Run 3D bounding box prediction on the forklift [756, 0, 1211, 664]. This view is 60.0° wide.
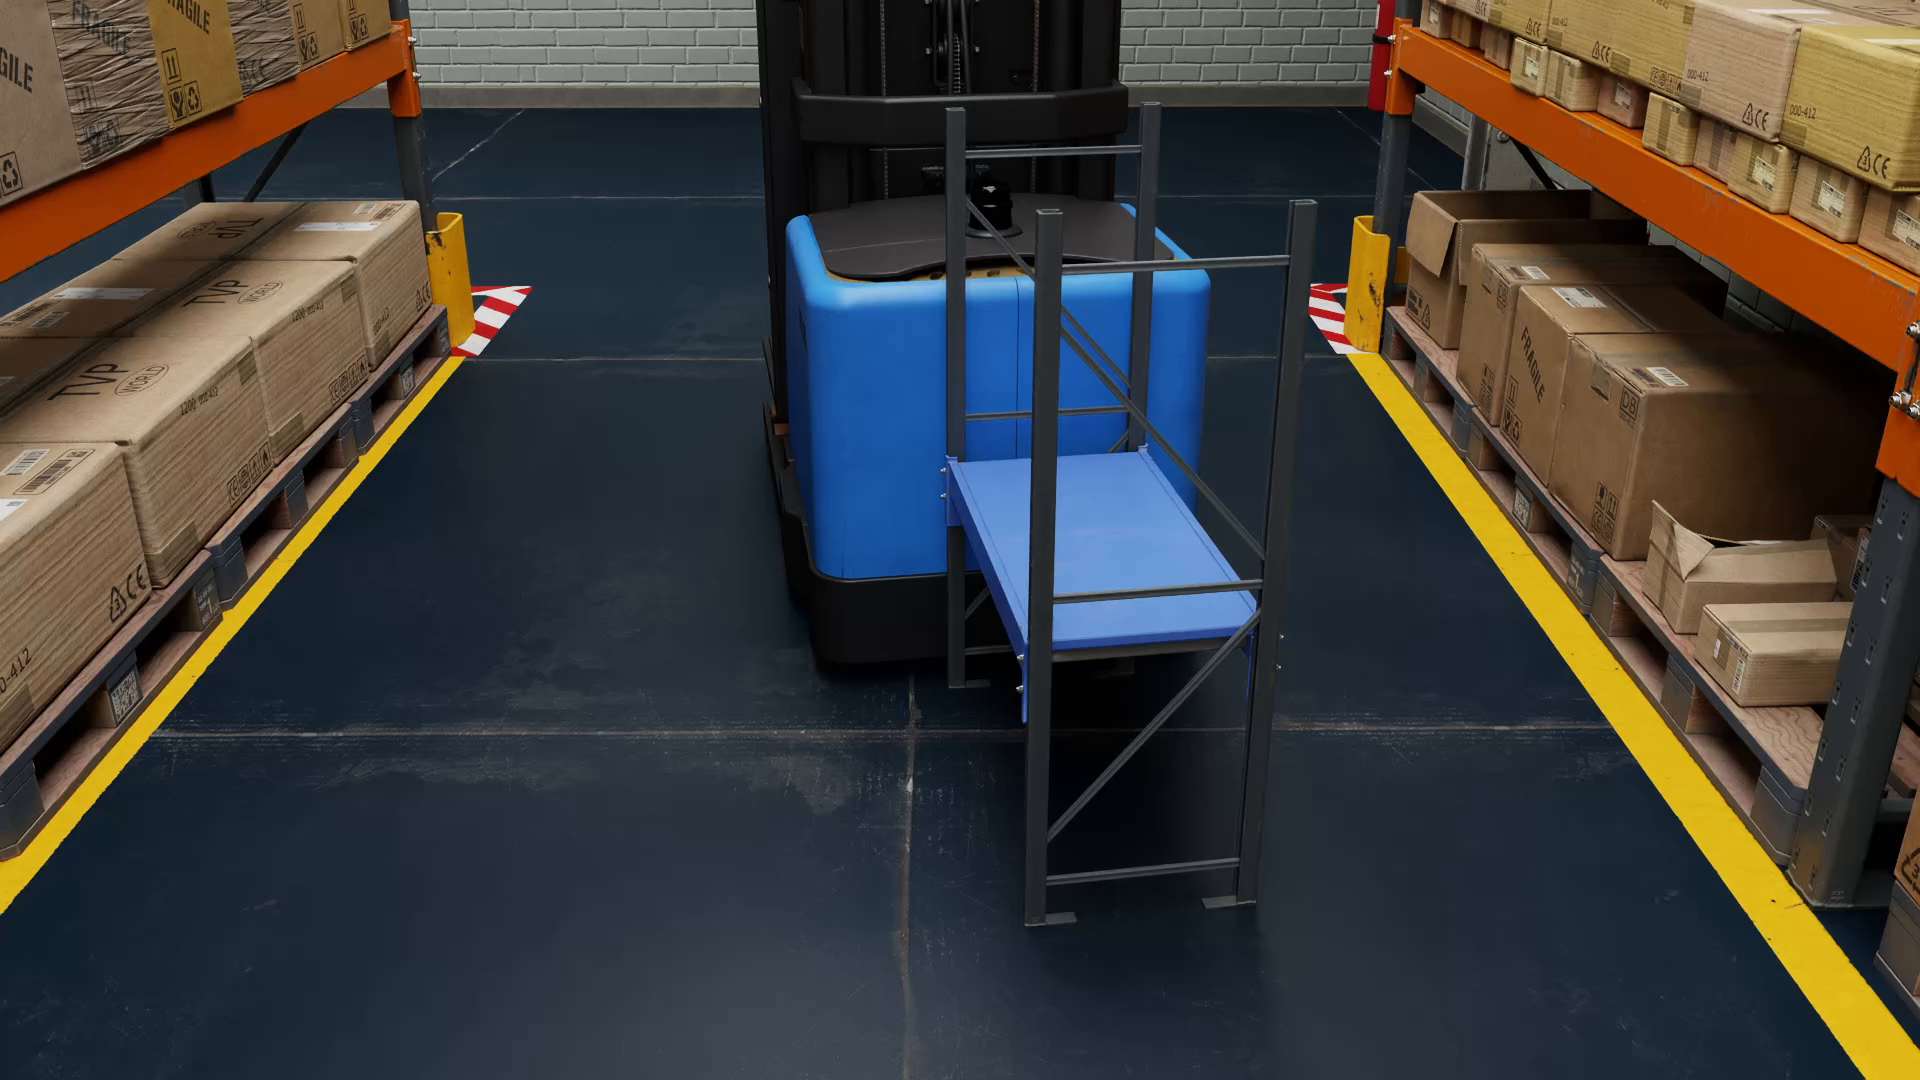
[{"bbox_3d":[-0.101,-1.589,5.207,1.130,2.935,3.031,-4,25,-9],"label":"forklift"}]

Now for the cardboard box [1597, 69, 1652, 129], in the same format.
[{"bbox_3d":[2.044,-1.261,4.703,0.380,0.149,0.250,0,24,-1],"label":"cardboard box"}]

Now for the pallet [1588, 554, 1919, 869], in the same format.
[{"bbox_3d":[2.292,0.378,4.158,1.003,0.211,1.213,0,24,-1],"label":"pallet"}]

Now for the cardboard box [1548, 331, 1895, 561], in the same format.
[{"bbox_3d":[2.149,-0.278,4.747,0.700,0.500,0.500,-1,24,-3],"label":"cardboard box"}]

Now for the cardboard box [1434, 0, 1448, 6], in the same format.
[{"bbox_3d":[1.991,-2.137,6.155,0.500,0.250,0.500,0,24,0],"label":"cardboard box"}]

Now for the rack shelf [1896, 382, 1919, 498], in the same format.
[{"bbox_3d":[2.321,0.542,1.284,1.077,0.370,4.000,0,24,-1],"label":"rack shelf"}]

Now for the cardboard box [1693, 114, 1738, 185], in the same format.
[{"bbox_3d":[2.015,-0.948,4.010,0.380,0.149,0.250,0,24,1],"label":"cardboard box"}]

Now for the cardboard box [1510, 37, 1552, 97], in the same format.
[{"bbox_3d":[1.949,-1.476,5.177,0.380,0.149,0.250,-1,24,-2],"label":"cardboard box"}]

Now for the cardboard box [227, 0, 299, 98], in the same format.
[{"bbox_3d":[-2.432,-1.663,5.166,0.500,0.500,0.500,0,24,1],"label":"cardboard box"}]

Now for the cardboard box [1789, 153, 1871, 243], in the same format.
[{"bbox_3d":[2.018,-0.732,3.534,0.380,0.149,0.250,0,24,1],"label":"cardboard box"}]

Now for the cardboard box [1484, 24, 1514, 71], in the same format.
[{"bbox_3d":[2.013,-1.689,5.650,0.380,0.149,0.250,0,24,1],"label":"cardboard box"}]

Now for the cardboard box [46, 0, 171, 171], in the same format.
[{"bbox_3d":[-2.408,-1.238,4.226,0.500,0.500,0.500,0,24,0],"label":"cardboard box"}]

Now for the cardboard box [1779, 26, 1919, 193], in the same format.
[{"bbox_3d":[2.049,-0.885,3.389,0.500,0.250,0.500,0,24,1],"label":"cardboard box"}]

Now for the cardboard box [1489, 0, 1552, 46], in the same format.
[{"bbox_3d":[2.005,-1.720,5.234,0.500,0.250,0.500,-1,24,-2],"label":"cardboard box"}]

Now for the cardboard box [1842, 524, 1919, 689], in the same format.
[{"bbox_3d":[2.528,0.151,4.029,0.500,0.311,0.500,1,24,1],"label":"cardboard box"}]

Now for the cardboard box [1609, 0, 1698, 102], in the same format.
[{"bbox_3d":[2.037,-1.297,4.300,0.500,0.250,0.500,0,24,-1],"label":"cardboard box"}]

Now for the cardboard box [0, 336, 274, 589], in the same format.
[{"bbox_3d":[-2.574,-0.238,4.735,0.875,0.438,0.875,-1,24,-2],"label":"cardboard box"}]

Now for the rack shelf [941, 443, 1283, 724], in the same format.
[{"bbox_3d":[0.297,0.060,3.733,0.538,0.185,1.000,-4,25,-8],"label":"rack shelf"}]

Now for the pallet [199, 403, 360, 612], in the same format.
[{"bbox_3d":[-2.611,-0.133,5.287,1.003,0.211,1.213,0,24,-1],"label":"pallet"}]

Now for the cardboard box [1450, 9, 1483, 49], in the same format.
[{"bbox_3d":[2.033,-1.902,6.120,0.380,0.149,0.250,0,24,1],"label":"cardboard box"}]

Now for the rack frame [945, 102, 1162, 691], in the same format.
[{"bbox_3d":[0.215,-0.310,4.116,0.500,1.500,0.032,-4,25,-8],"label":"rack frame"}]

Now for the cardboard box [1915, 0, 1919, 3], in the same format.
[{"bbox_3d":[2.551,-1.089,3.838,0.500,0.250,0.500,0,24,-1],"label":"cardboard box"}]

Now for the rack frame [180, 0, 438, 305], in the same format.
[{"bbox_3d":[-2.708,-2.234,6.549,1.000,3.000,0.127,0,24,-1],"label":"rack frame"}]

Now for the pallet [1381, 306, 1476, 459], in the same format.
[{"bbox_3d":[2.266,-0.627,6.381,1.003,0.211,1.213,0,24,-1],"label":"pallet"}]

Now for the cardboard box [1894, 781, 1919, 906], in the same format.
[{"bbox_3d":[2.079,0.538,2.943,0.500,0.500,0.500,1,24,2],"label":"cardboard box"}]

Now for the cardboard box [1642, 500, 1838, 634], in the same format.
[{"bbox_3d":[1.995,0.070,4.264,0.396,0.266,0.258,1,24,1],"label":"cardboard box"}]

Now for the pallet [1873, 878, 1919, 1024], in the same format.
[{"bbox_3d":[2.345,0.996,2.792,1.003,0.211,1.213,0,24,-1],"label":"pallet"}]

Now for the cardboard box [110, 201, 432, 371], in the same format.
[{"bbox_3d":[-2.601,-0.986,6.390,0.875,0.438,0.875,-1,24,-2],"label":"cardboard box"}]

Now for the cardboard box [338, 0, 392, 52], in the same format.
[{"bbox_3d":[-2.438,-2.082,6.092,0.500,0.500,0.500,0,24,0],"label":"cardboard box"}]

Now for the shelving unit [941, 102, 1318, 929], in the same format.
[{"bbox_3d":[0.297,-0.103,3.659,0.538,1.500,1.048,-4,25,-8],"label":"shelving unit"}]

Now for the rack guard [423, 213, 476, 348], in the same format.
[{"bbox_3d":[-2.708,-1.105,7.086,1.175,0.500,0.348,0,24,-1],"label":"rack guard"}]

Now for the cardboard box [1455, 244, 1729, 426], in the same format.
[{"bbox_3d":[2.138,-0.705,5.693,0.700,0.500,0.500,1,24,2],"label":"cardboard box"}]

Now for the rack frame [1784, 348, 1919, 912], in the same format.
[{"bbox_3d":[2.299,-0.609,2.958,1.000,3.000,0.127,0,24,-1],"label":"rack frame"}]
